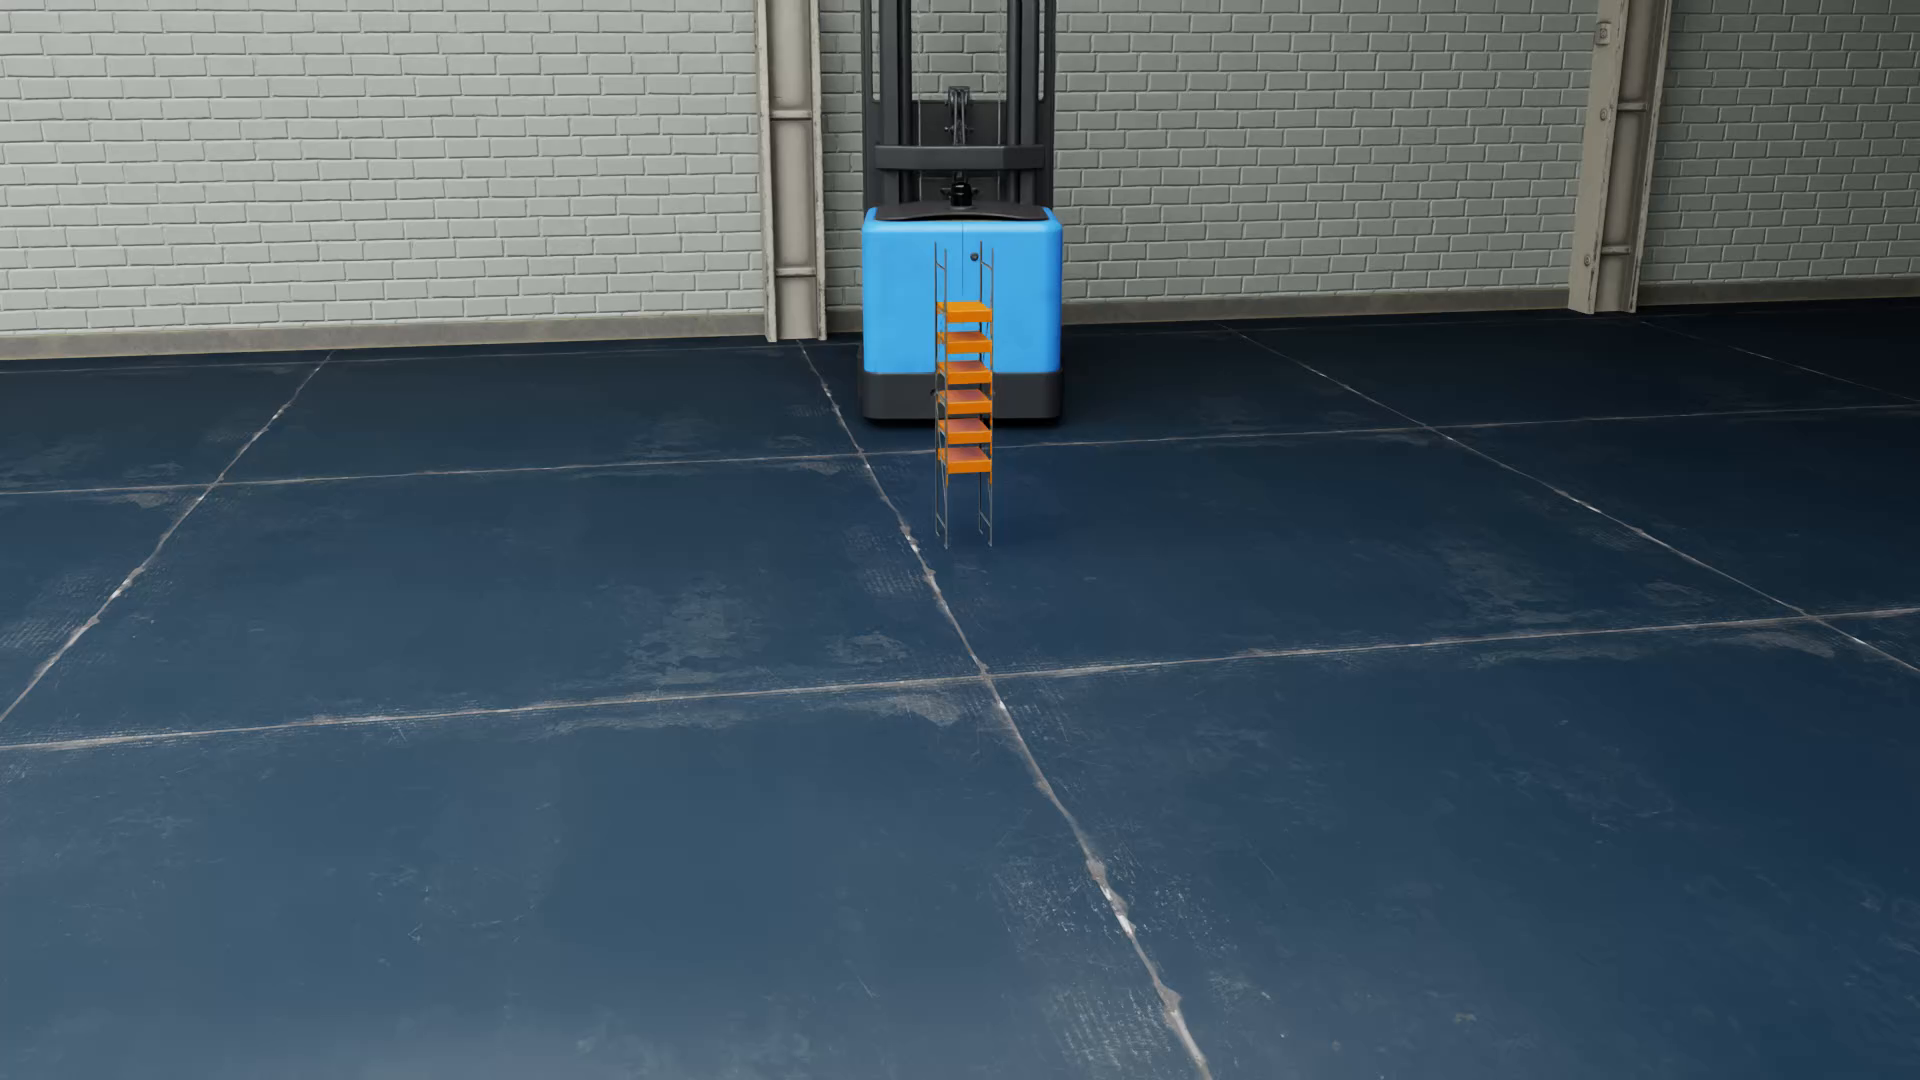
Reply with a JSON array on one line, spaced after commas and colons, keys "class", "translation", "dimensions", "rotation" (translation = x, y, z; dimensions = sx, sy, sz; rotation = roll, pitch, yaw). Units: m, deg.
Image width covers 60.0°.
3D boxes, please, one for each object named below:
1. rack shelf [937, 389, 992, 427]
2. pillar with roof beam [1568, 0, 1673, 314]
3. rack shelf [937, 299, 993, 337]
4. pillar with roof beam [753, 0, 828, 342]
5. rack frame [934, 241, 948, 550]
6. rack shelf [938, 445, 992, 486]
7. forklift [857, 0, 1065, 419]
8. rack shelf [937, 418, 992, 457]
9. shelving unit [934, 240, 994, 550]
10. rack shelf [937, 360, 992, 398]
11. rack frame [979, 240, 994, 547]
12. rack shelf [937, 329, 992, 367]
[{"class": "rack shelf", "translation": [0.014, -0.532, 6.651], "dimensions": [0.180, 0.103, 0.258], "rotation": [-3, 17, -10]}, {"class": "pillar with roof beam", "translation": [5.592, -4.775, 7.033], "dimensions": [0.400, 9.000, 9.100], "rotation": [-3, 17, -10]}, {"class": "rack shelf", "translation": [0.014, -0.876, 6.546], "dimensions": [0.180, 0.103, 0.258], "rotation": [-3, 17, -10]}, {"class": "pillar with roof beam", "translation": [-0.299, -4.441, 5.945], "dimensions": [0.400, 9.000, 9.100], "rotation": [-3, 17, -10]}, {"class": "rack frame", "translation": [-0.076, -0.569, 6.622], "dimensions": [0.006, 1.200, 0.240], "rotation": [-3, 17, -10]}, {"class": "rack shelf", "translation": [0.014, -0.302, 6.722], "dimensions": [0.180, 0.103, 0.258], "rotation": [-3, 17, -10]}, {"class": "forklift", "translation": [-0.016, -2.403, 9.645], "dimensions": [1.130, 2.935, 3.031], "rotation": [0, 17, -1]}, {"class": "rack shelf", "translation": [0.014, -0.417, 6.687], "dimensions": [0.180, 0.103, 0.258], "rotation": [-3, 17, -10]}, {"class": "shelving unit", "translation": [0.014, -0.574, 6.638], "dimensions": [0.189, 1.200, 0.258], "rotation": [-3, 17, -10]}, {"class": "rack shelf", "translation": [0.014, -0.647, 6.616], "dimensions": [0.180, 0.103, 0.258], "rotation": [-3, 17, -10]}, {"class": "rack frame", "translation": [0.104, -0.579, 6.655], "dimensions": [0.006, 1.200, 0.240], "rotation": [-3, 17, -10]}, {"class": "rack shelf", "translation": [0.014, -0.761, 6.581], "dimensions": [0.180, 0.103, 0.258], "rotation": [-3, 17, -10]}]
